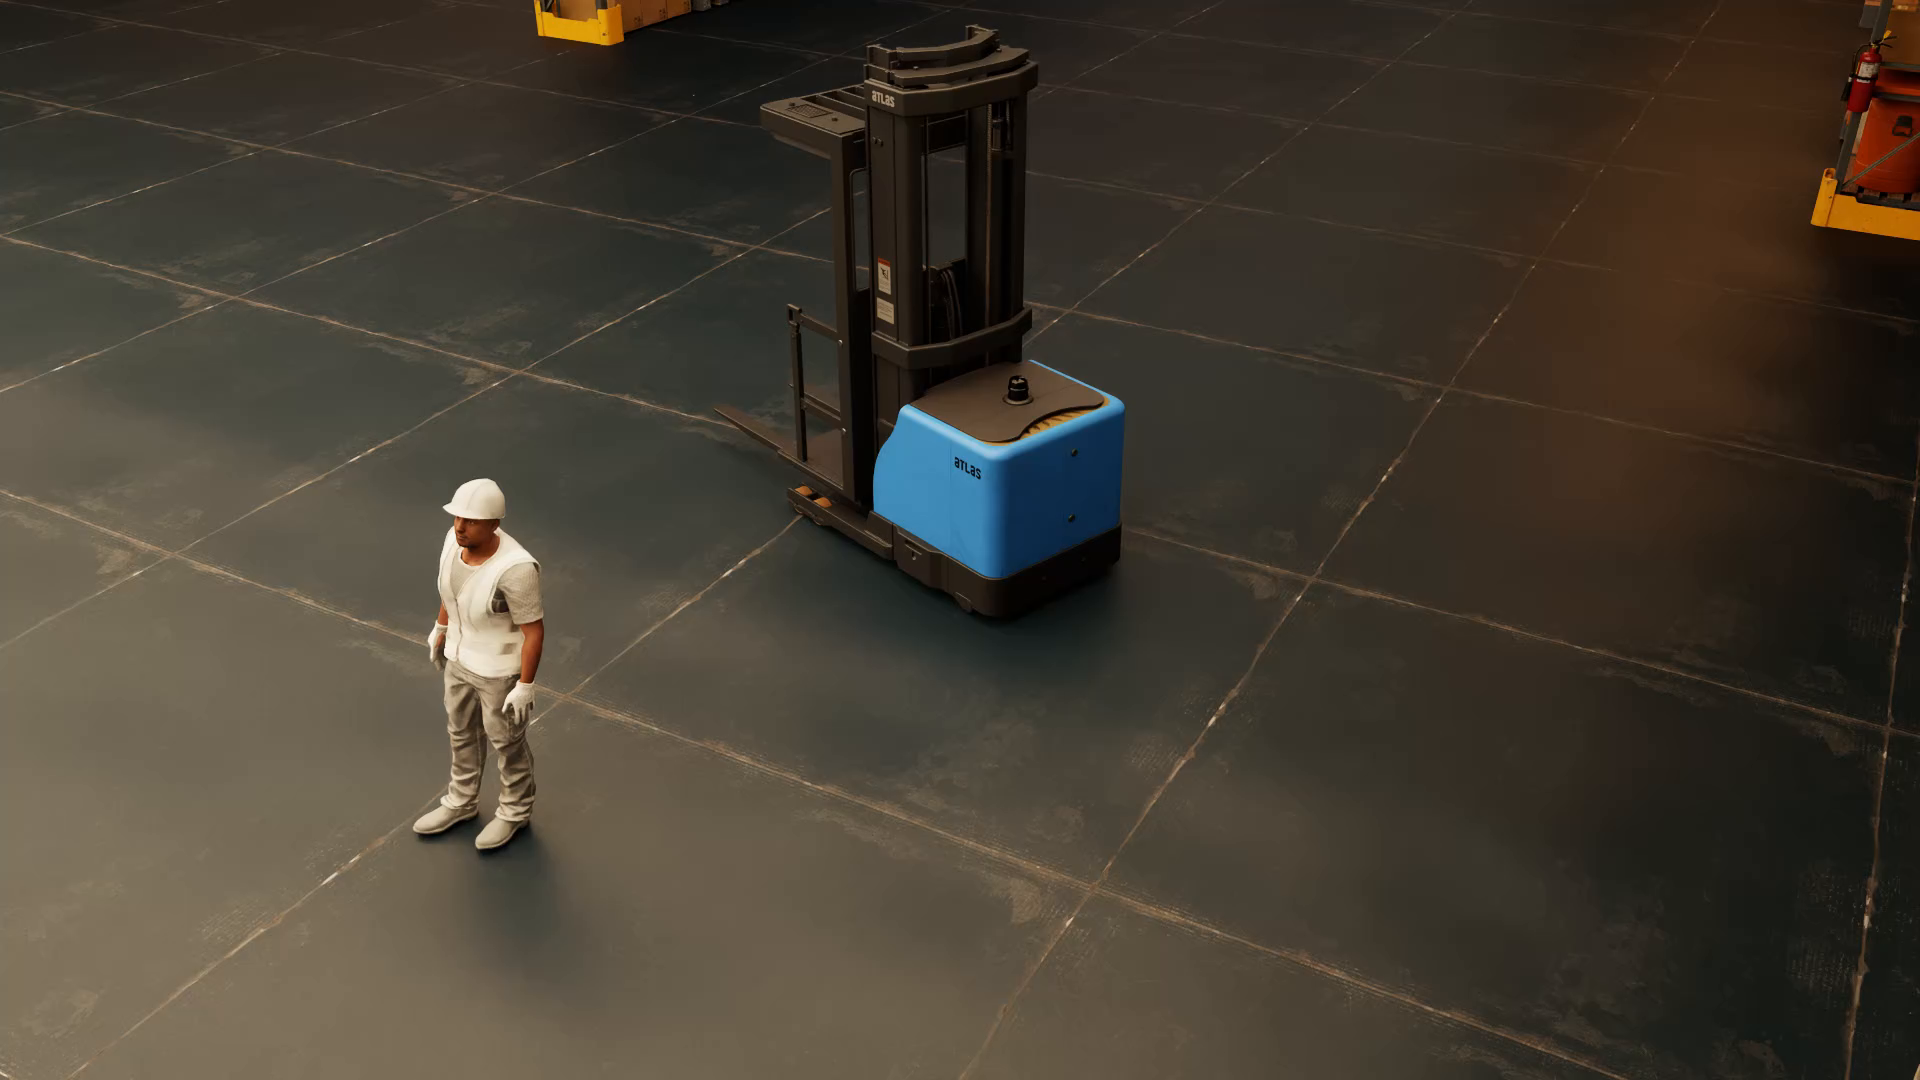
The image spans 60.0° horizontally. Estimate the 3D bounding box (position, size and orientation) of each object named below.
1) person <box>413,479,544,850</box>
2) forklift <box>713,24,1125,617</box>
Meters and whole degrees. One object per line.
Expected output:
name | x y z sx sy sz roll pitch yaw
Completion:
person | -2.112 0.561 7.232 0.656 1.782 0.577 22 37 34
forklift | -0.412 -1.507 9.682 1.130 2.935 3.031 -23 37 -35
